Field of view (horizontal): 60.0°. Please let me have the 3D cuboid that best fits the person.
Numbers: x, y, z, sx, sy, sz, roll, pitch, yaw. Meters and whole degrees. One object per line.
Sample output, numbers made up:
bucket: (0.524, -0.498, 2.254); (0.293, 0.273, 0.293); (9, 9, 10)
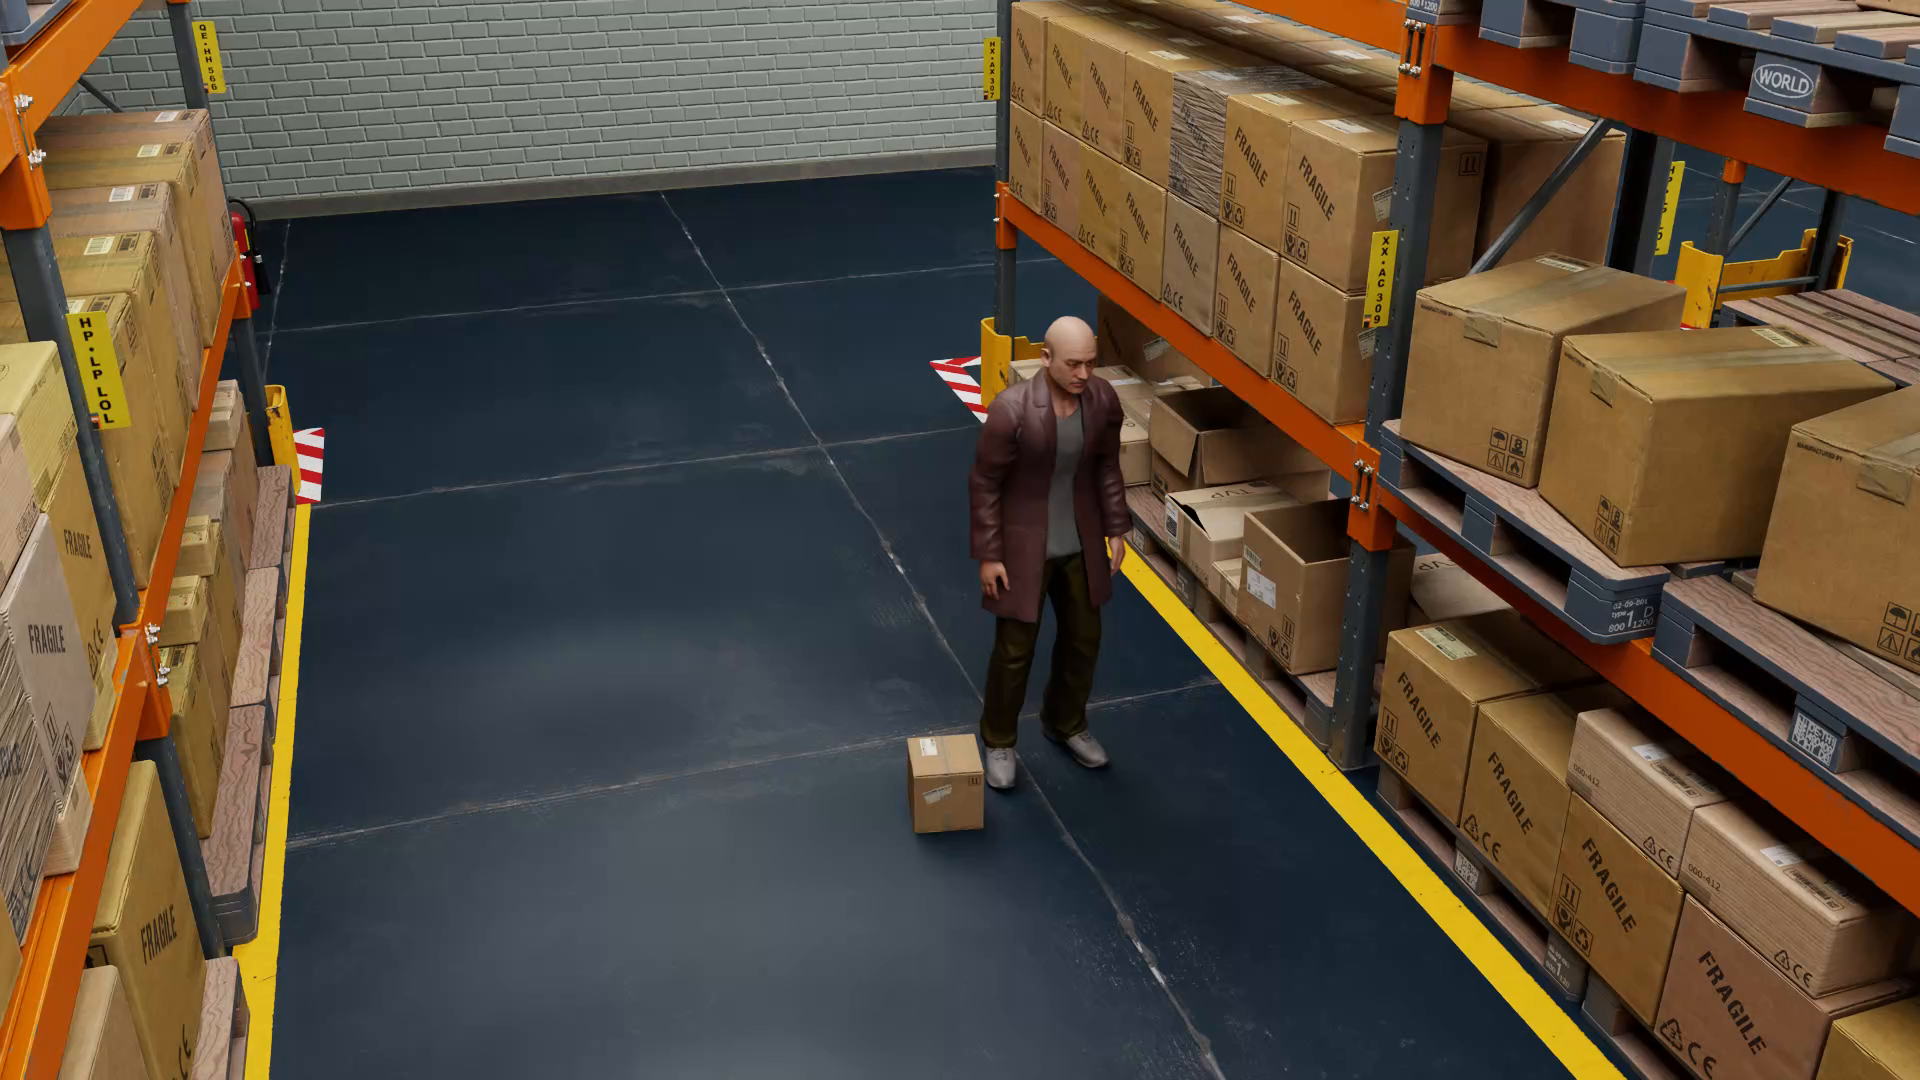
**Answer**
person: (0.335, 0.110, 6.114); (0.649, 1.590, 0.433); (-11, 28, -22)
